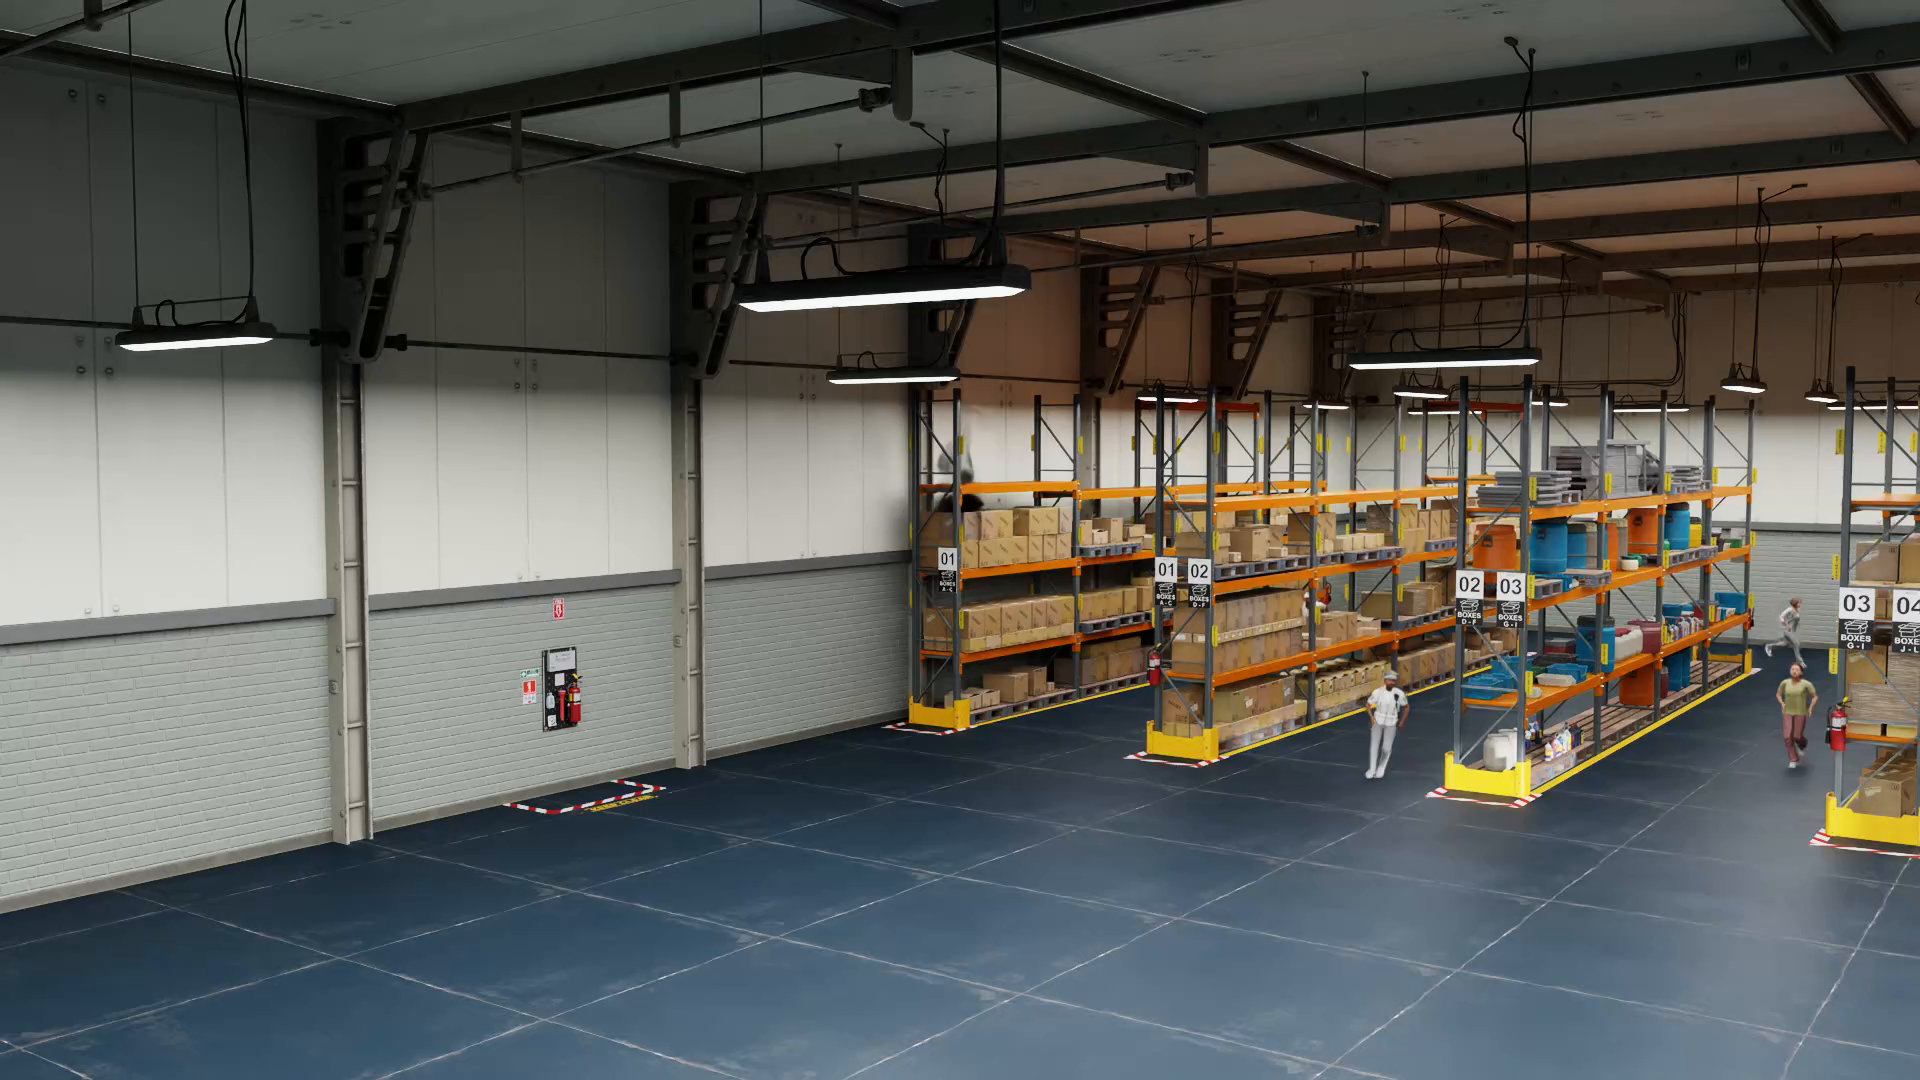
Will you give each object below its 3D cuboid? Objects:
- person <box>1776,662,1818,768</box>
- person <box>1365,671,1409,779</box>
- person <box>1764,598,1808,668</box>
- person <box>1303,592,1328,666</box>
[{"bbox_3d":[13.018,2.720,25.916,0.582,1.630,0.566,2,4,37],"label":"person"},{"bbox_3d":[6.375,2.762,24.855,0.636,1.640,0.590,1,3,18],"label":"person"},{"bbox_3d":[18.750,2.088,37.741,0.536,1.570,0.964,-3,4,-42],"label":"person"},{"bbox_3d":[7.852,2.023,37.271,0.690,1.766,0.953,2,4,31],"label":"person"}]
